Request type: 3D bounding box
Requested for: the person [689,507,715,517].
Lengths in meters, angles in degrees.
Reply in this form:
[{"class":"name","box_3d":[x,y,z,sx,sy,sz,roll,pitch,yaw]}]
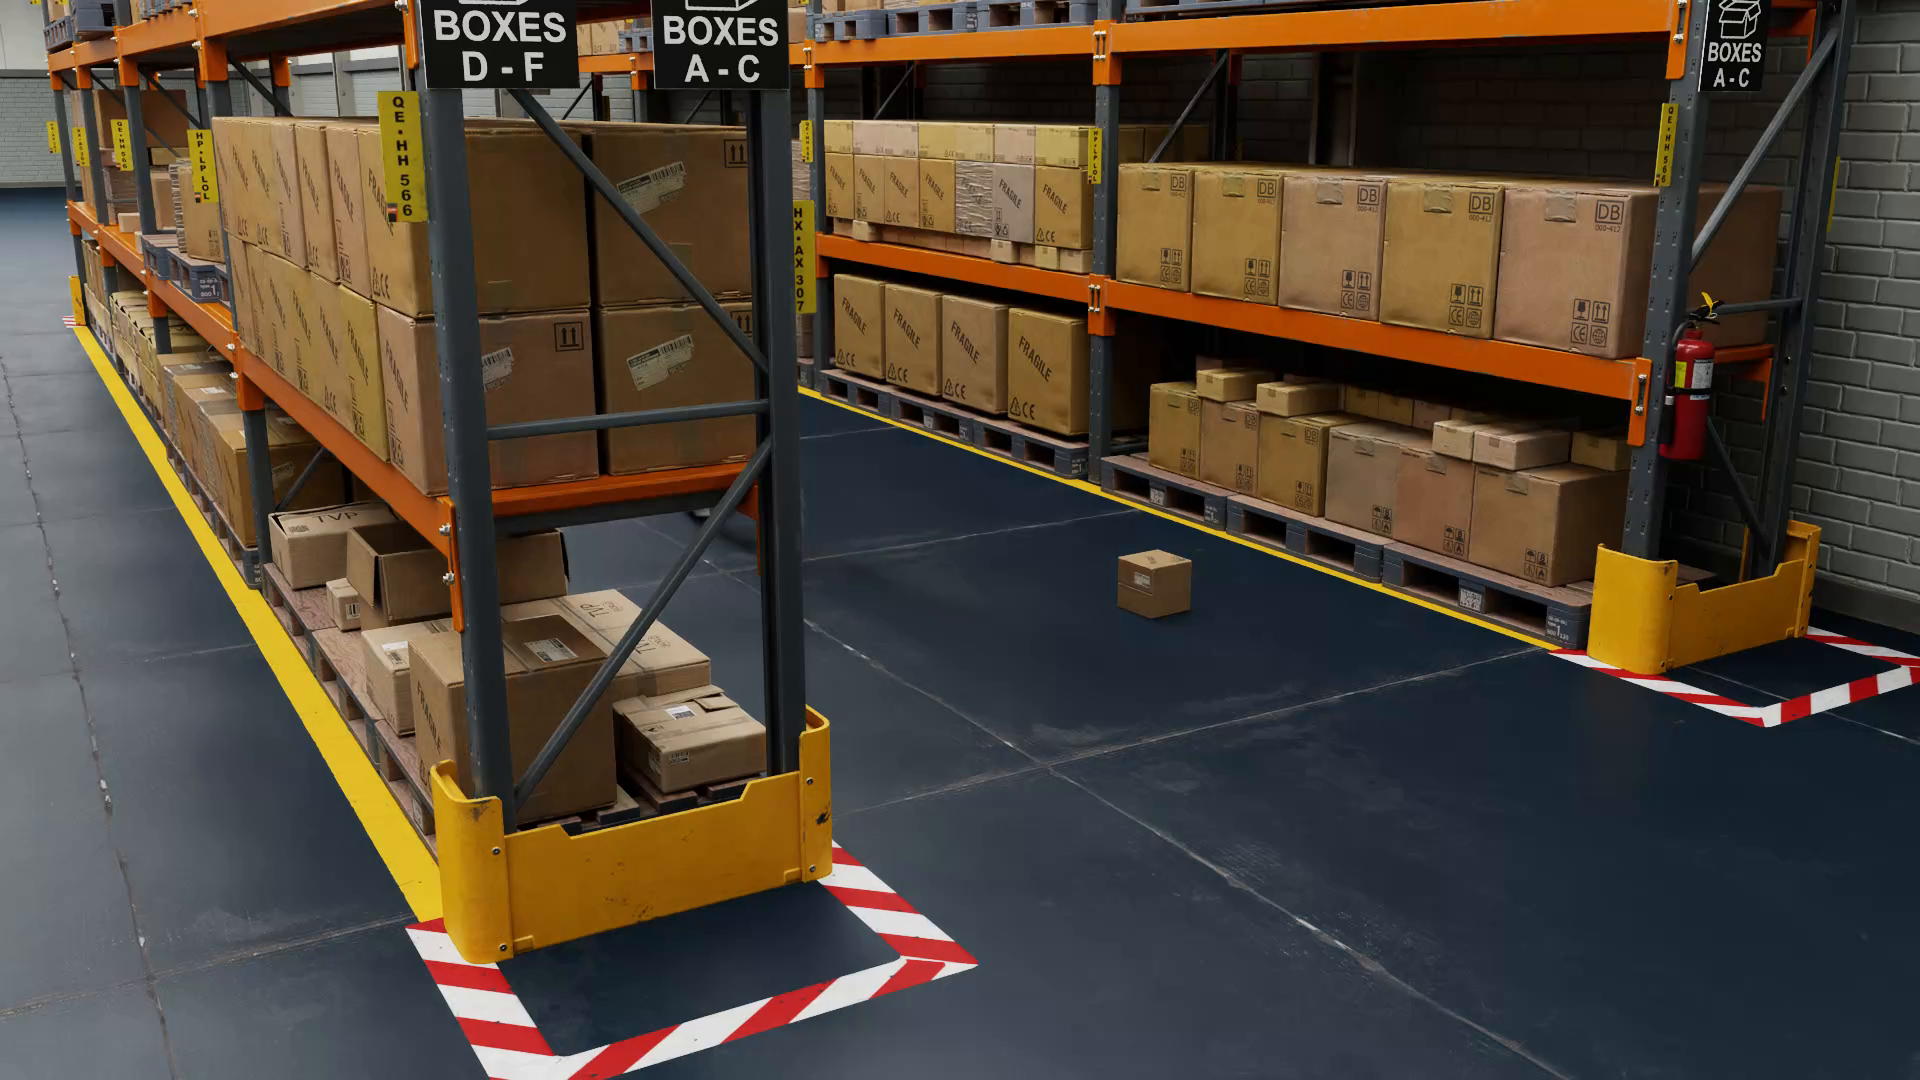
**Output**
[{"class":"person","box_3d":[-1.445,-0.912,9.395,0.449,1.644,0.741,-12,19,-38]}]
